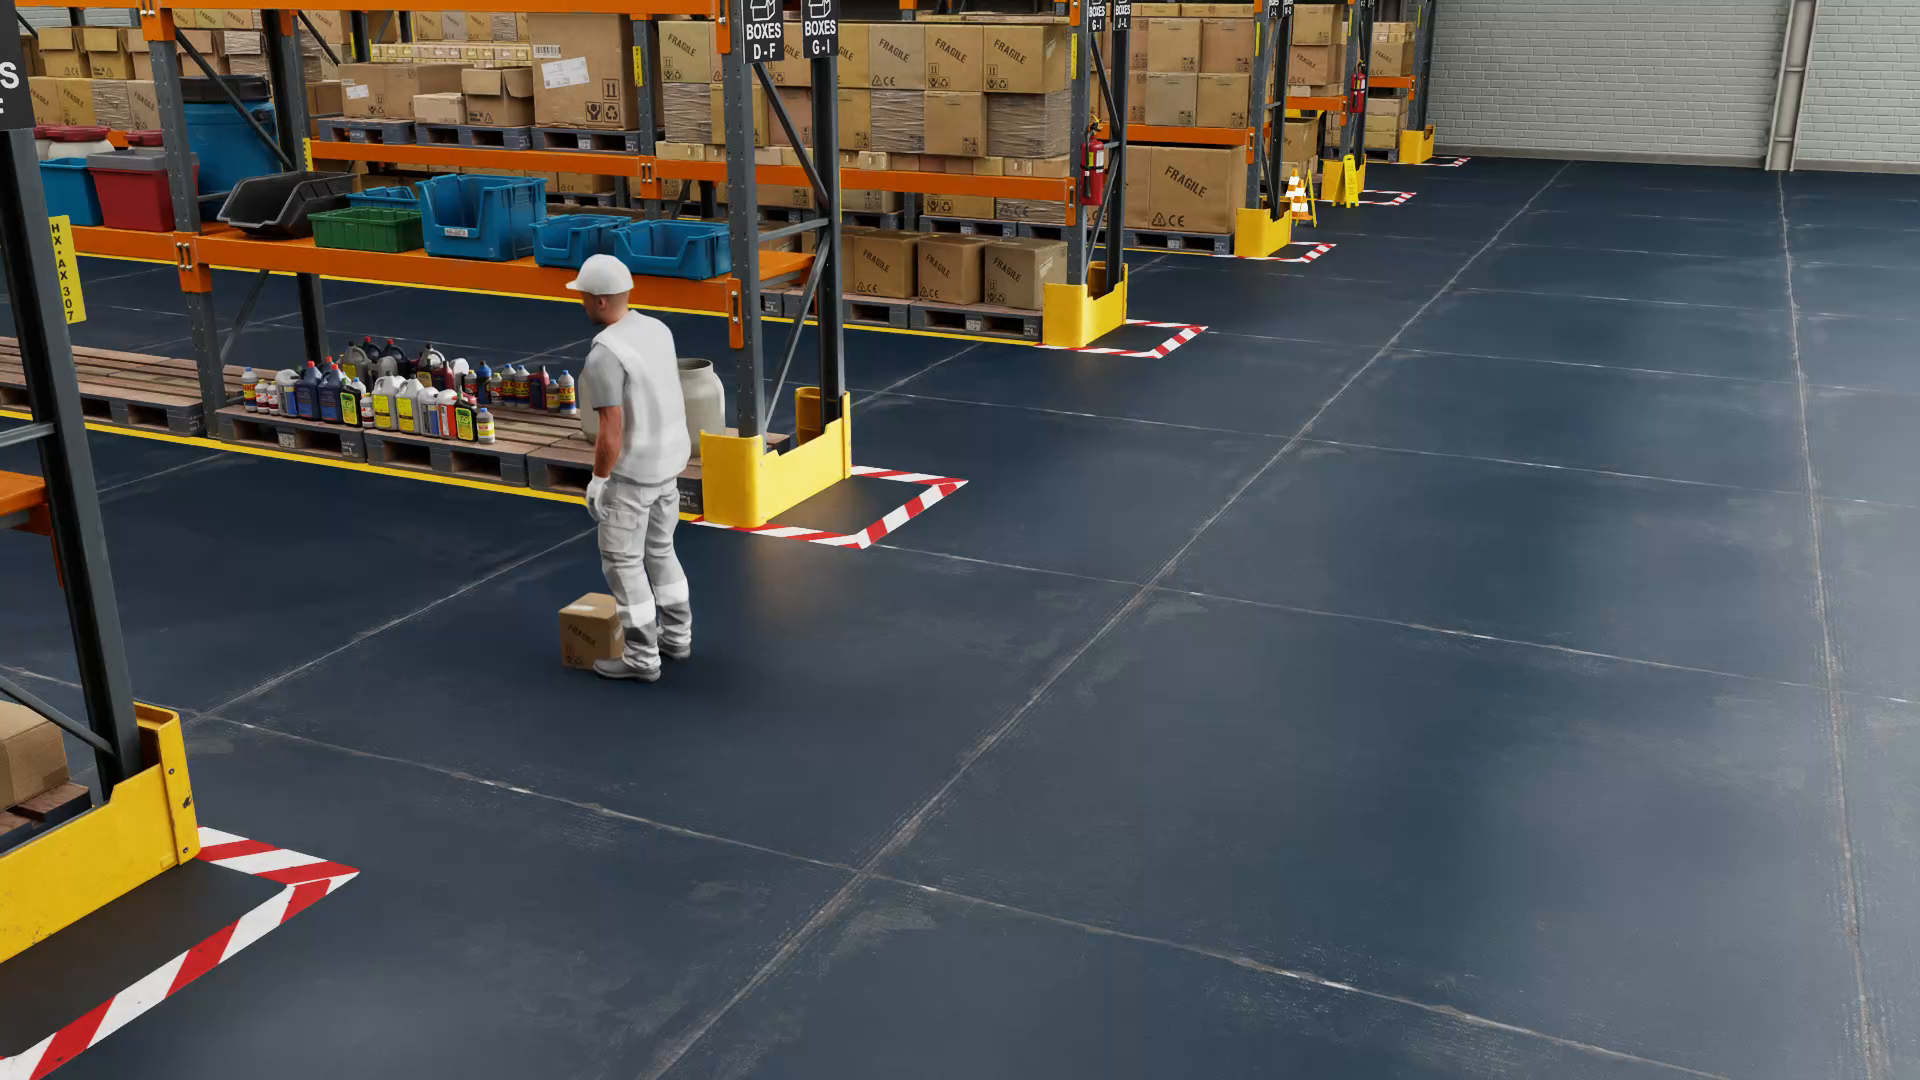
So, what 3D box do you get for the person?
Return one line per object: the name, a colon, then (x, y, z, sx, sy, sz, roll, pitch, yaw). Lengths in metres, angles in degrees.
person: (-1.357, -0.292, 6.898, 0.450, 1.778, 0.597, 7, 20, 21)
